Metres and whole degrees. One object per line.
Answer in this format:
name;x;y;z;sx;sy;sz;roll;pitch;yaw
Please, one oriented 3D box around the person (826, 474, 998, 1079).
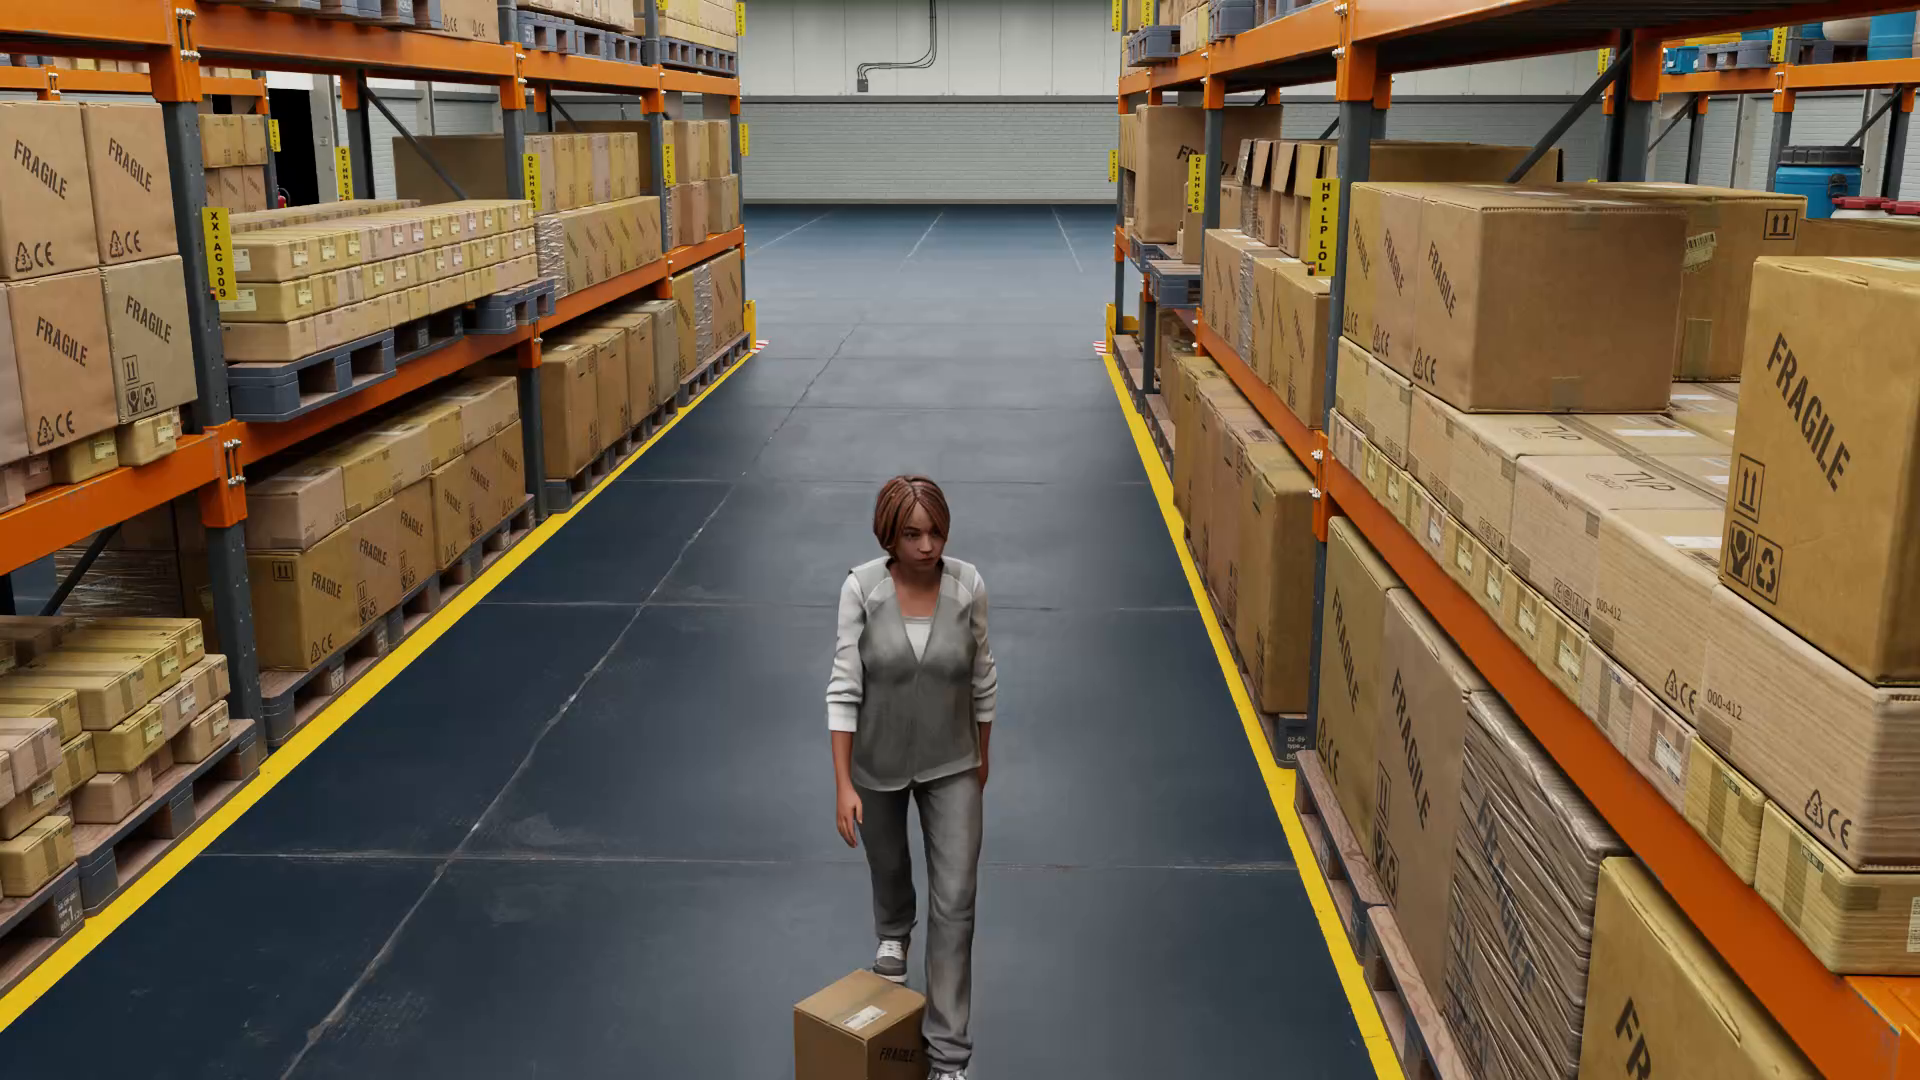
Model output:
person;-0.116;0.579;4.212;0.431;1.536;0.984;0;14;-2
